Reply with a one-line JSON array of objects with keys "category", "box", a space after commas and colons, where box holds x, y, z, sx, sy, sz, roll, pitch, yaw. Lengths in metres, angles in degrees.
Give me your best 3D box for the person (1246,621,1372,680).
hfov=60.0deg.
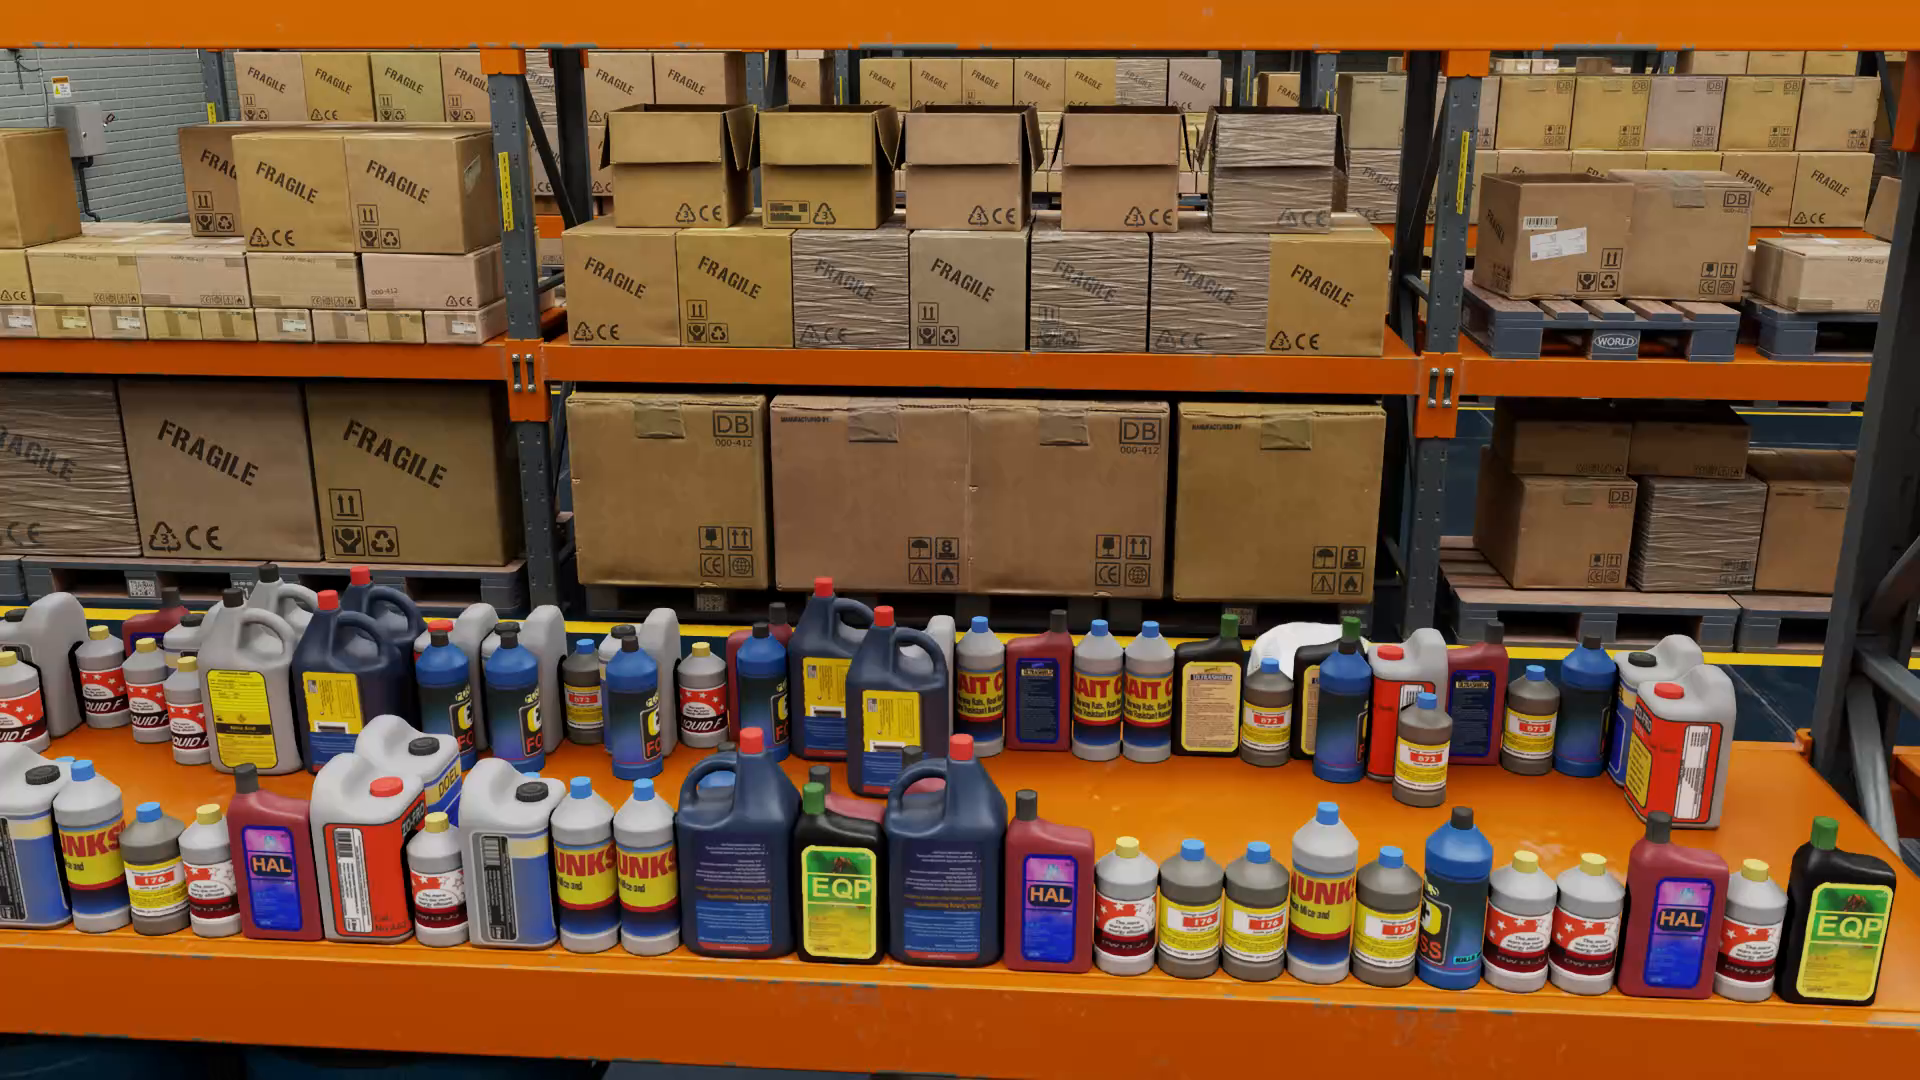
[{"category": "person", "box": [1.197, 0.718, 5.350, 0.518, 0.828, 0.977, 1, 17, 2]}]
